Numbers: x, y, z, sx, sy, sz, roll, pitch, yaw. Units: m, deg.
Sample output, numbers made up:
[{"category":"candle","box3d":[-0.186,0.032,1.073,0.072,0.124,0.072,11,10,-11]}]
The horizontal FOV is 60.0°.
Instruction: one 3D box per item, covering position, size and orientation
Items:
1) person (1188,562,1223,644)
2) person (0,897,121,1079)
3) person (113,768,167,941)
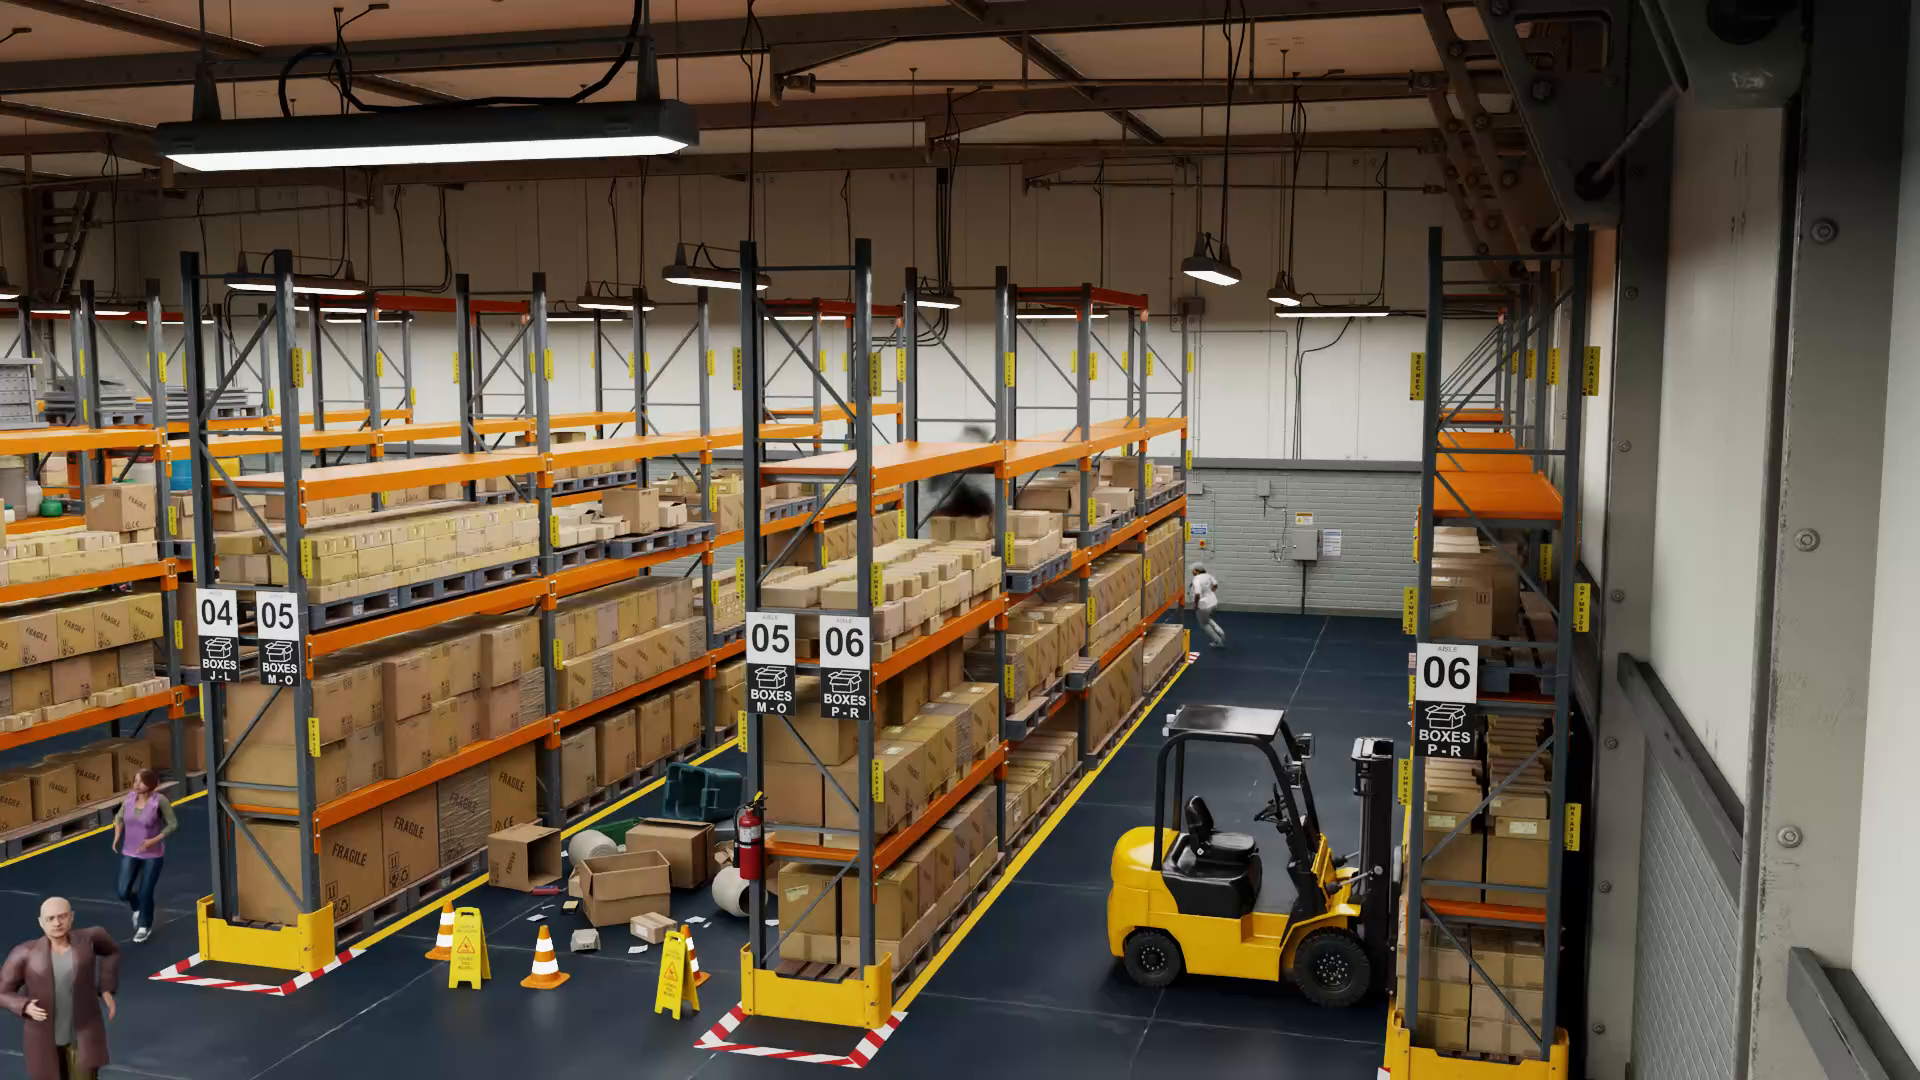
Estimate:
[{"category":"person","box3d":[4.274,1.105,29.248,0.705,1.488,0.487,-6,9,-42]},{"category":"person","box3d":[-5.612,3.101,10.396,0.710,1.792,1.054,-3,7,-28]},{"category":"person","box3d":[-7.185,2.766,14.619,0.518,1.554,0.481,0,6,-2]}]
